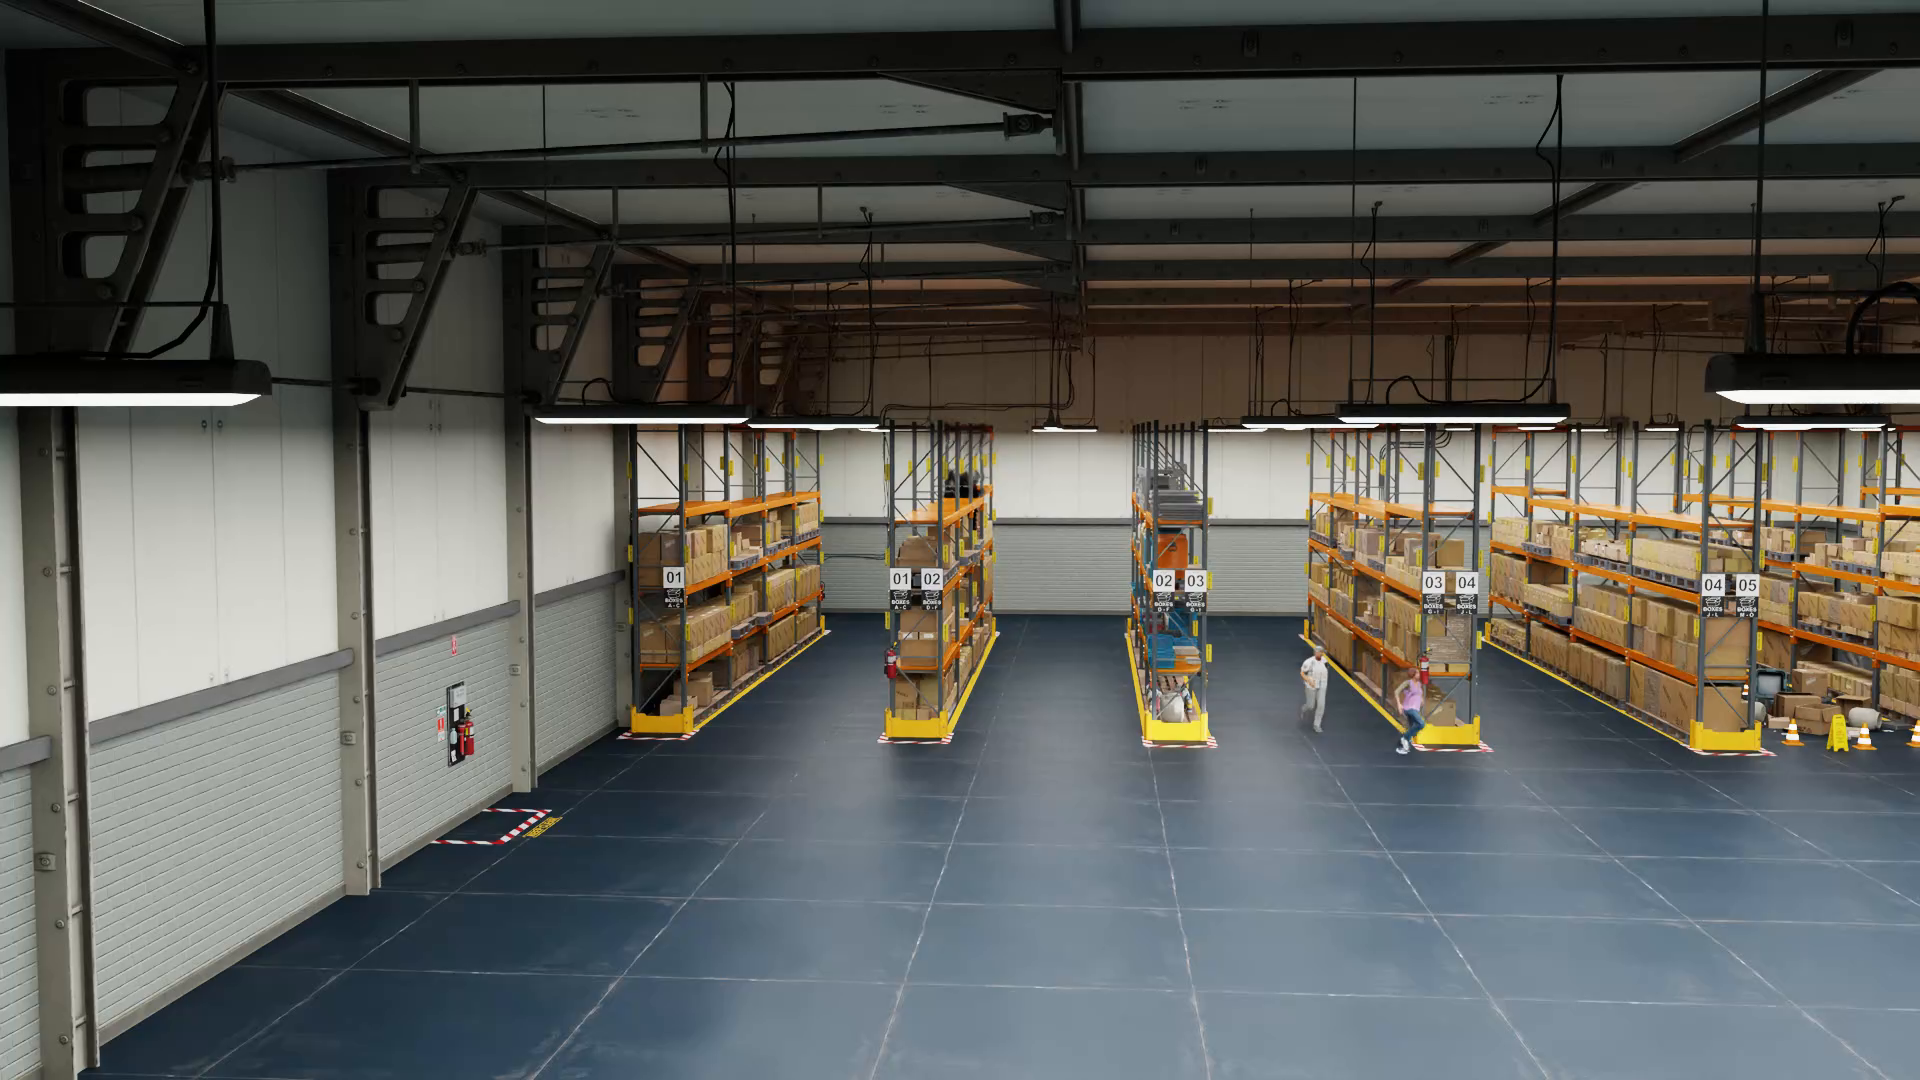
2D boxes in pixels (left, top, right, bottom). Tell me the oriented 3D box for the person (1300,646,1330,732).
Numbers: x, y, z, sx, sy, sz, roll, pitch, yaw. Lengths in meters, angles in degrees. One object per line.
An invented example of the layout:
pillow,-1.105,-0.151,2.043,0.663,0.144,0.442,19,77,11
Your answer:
person,6.916,2.870,32.382,0.631,1.656,0.817,-1,4,-13

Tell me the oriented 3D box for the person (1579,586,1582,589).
person,16.495,2.070,44.079,0.657,1.741,0.600,0,4,3

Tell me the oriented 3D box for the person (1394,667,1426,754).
person,8.145,3.067,29.829,0.547,1.516,0.542,-3,5,-43

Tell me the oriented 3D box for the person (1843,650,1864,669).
person,21.366,2.340,39.647,0.669,1.734,0.618,0,4,5
